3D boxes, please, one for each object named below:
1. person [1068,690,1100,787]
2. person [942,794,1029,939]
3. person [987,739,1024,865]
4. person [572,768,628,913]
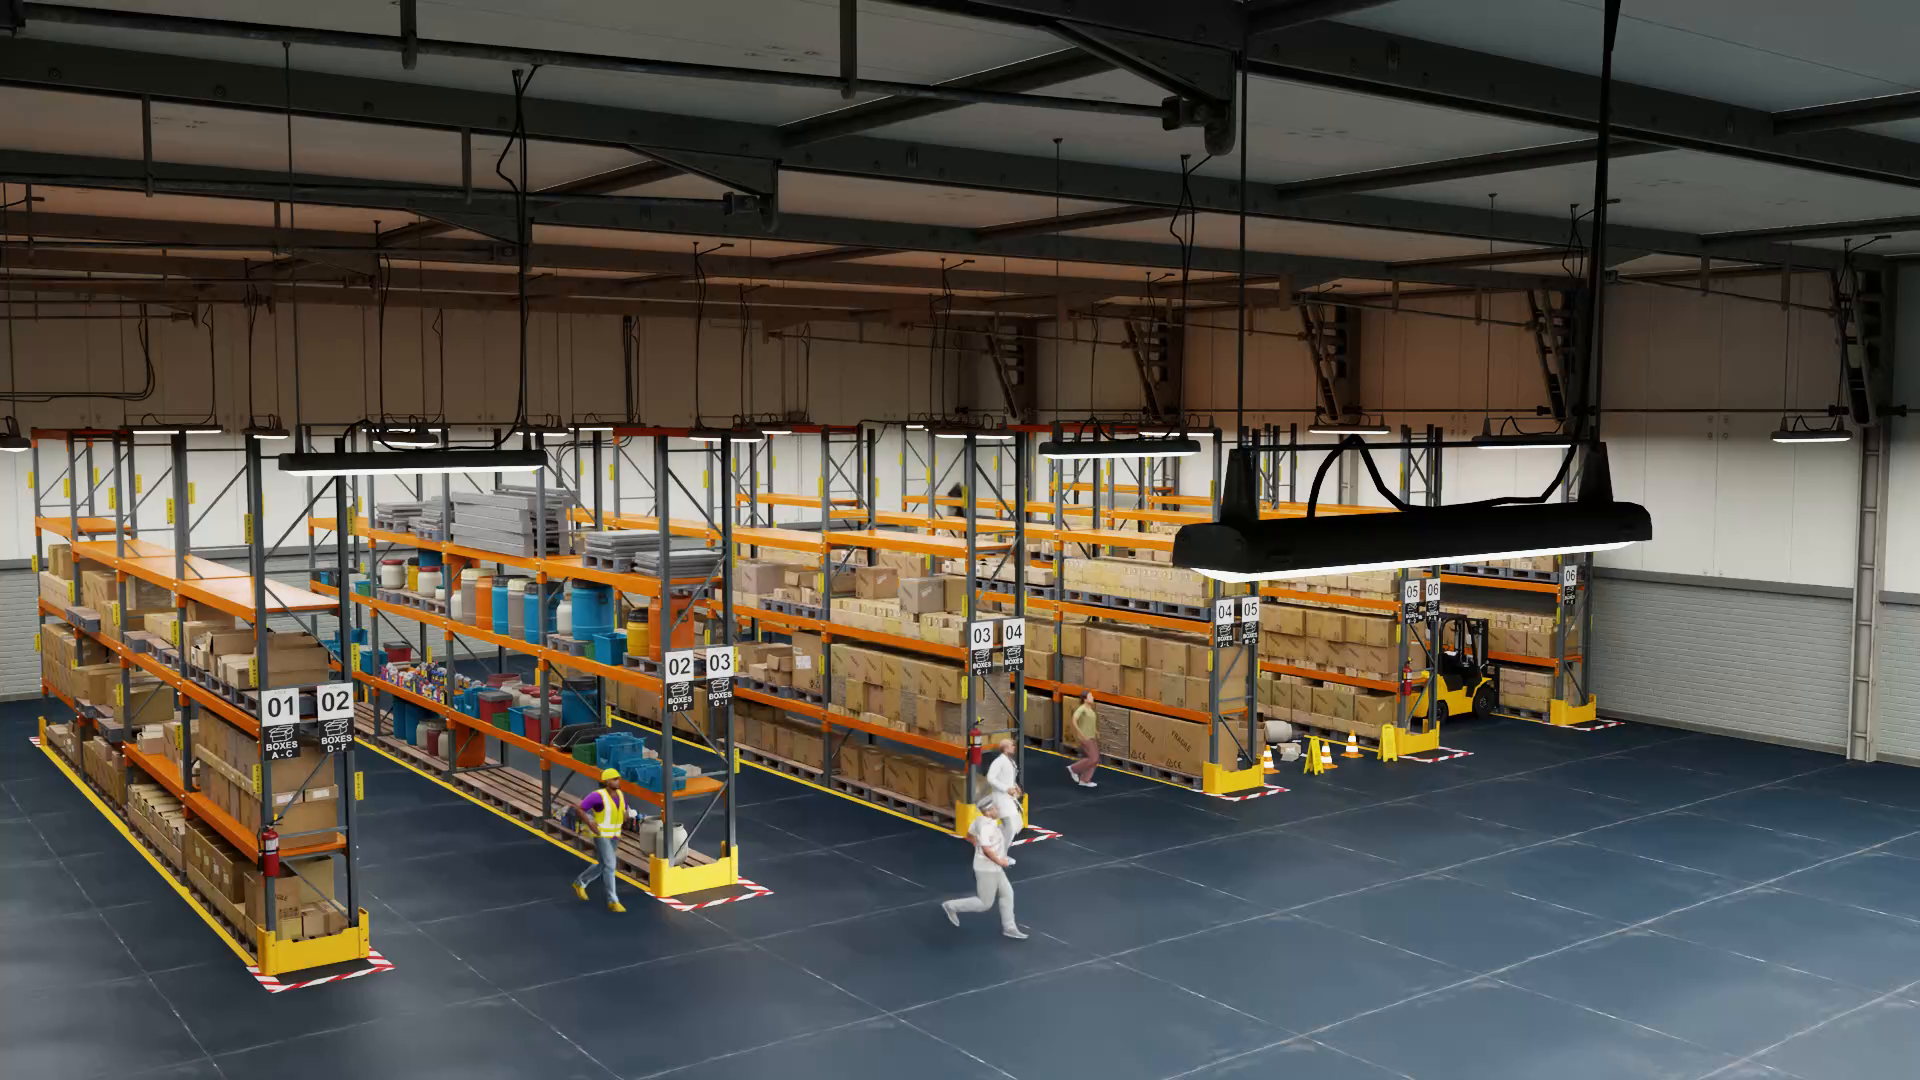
[{"bbox_3d":[2.099,3.328,27.943,0.537,1.631,0.587,2,5,29],"label":"person"},{"bbox_3d":[0.309,3.921,19.847,1.044,1.784,0.640,0,4,1],"label":"person"},{"bbox_3d":[0.601,3.654,23.446,0.624,1.701,0.719,2,5,24],"label":"person"},{"bbox_3d":[-4.521,3.800,21.269,0.917,1.780,0.721,2,5,28],"label":"person"}]
